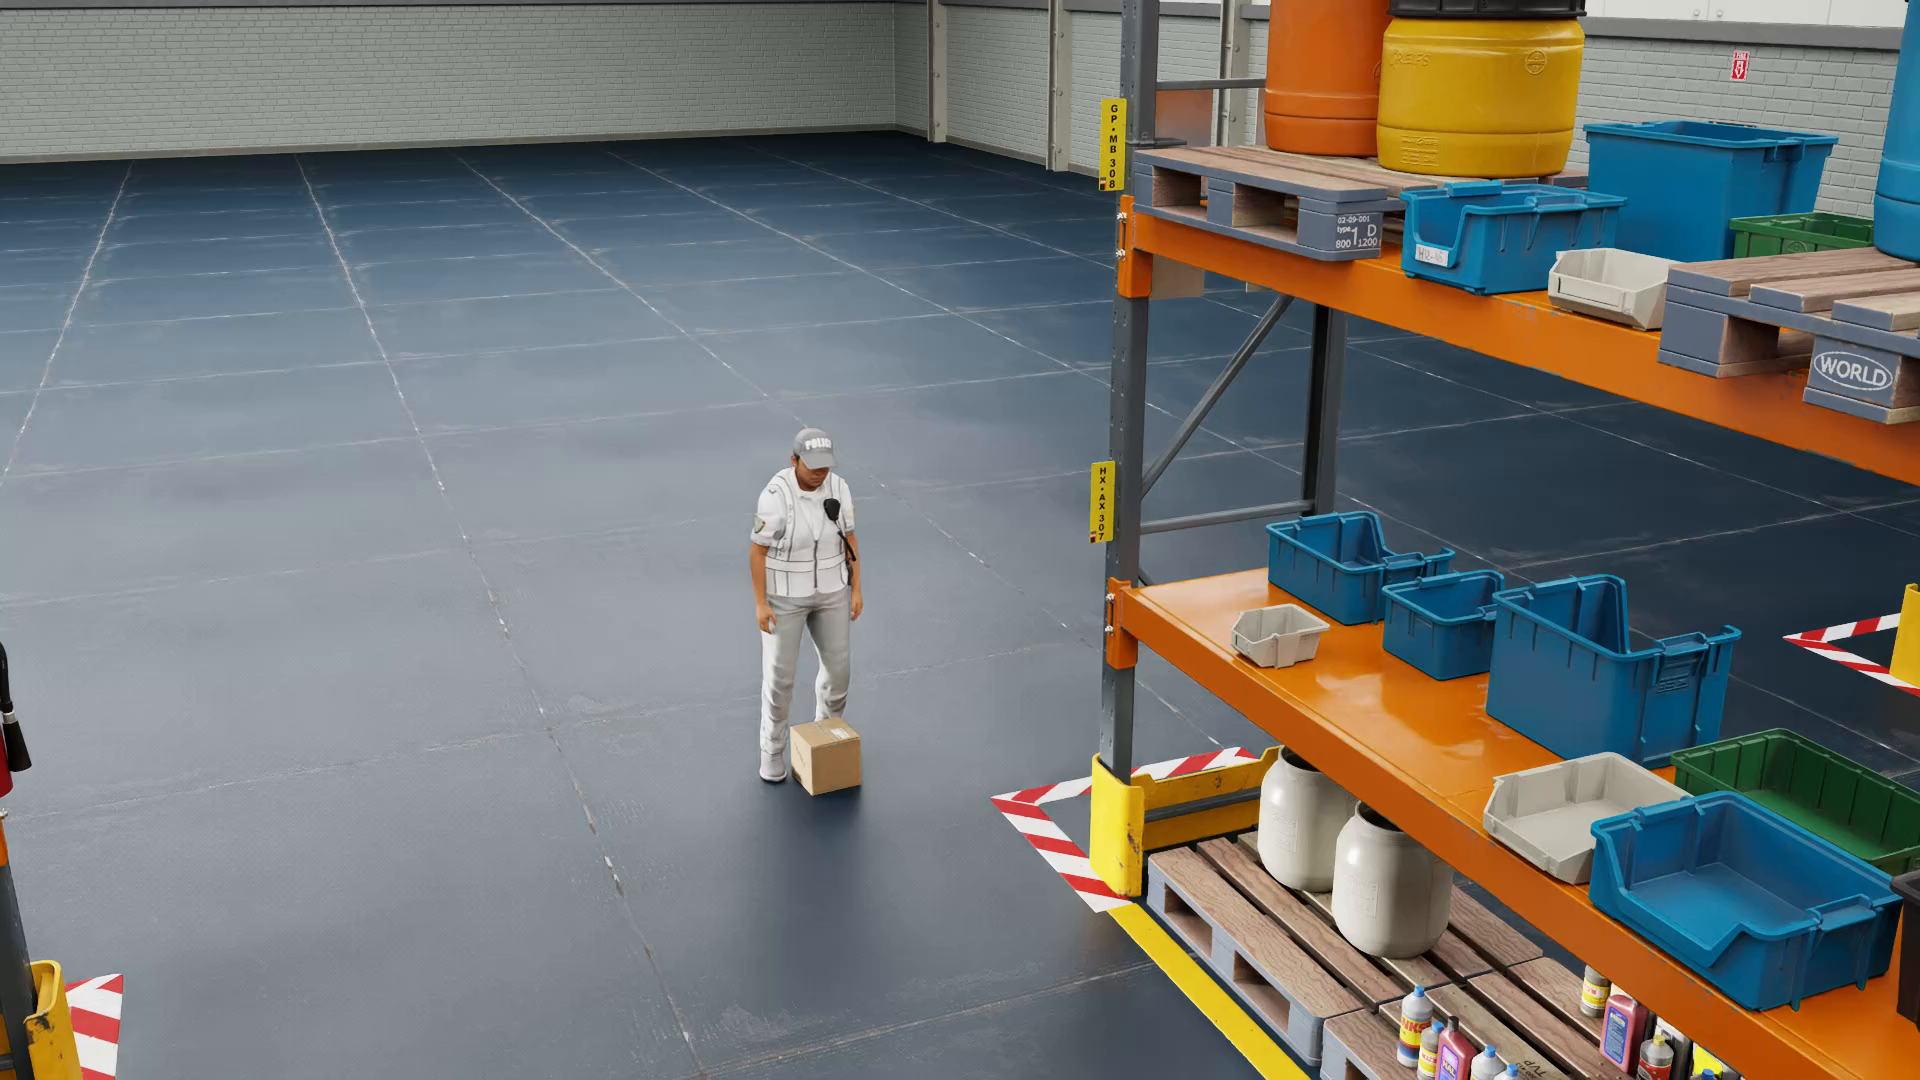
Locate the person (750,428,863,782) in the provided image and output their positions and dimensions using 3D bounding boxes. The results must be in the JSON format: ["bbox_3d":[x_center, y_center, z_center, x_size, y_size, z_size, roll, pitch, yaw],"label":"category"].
[{"bbox_3d":[-0.716,0.277,7.748,0.559,1.667,0.467,-9,21,-24],"label":"person"}]
